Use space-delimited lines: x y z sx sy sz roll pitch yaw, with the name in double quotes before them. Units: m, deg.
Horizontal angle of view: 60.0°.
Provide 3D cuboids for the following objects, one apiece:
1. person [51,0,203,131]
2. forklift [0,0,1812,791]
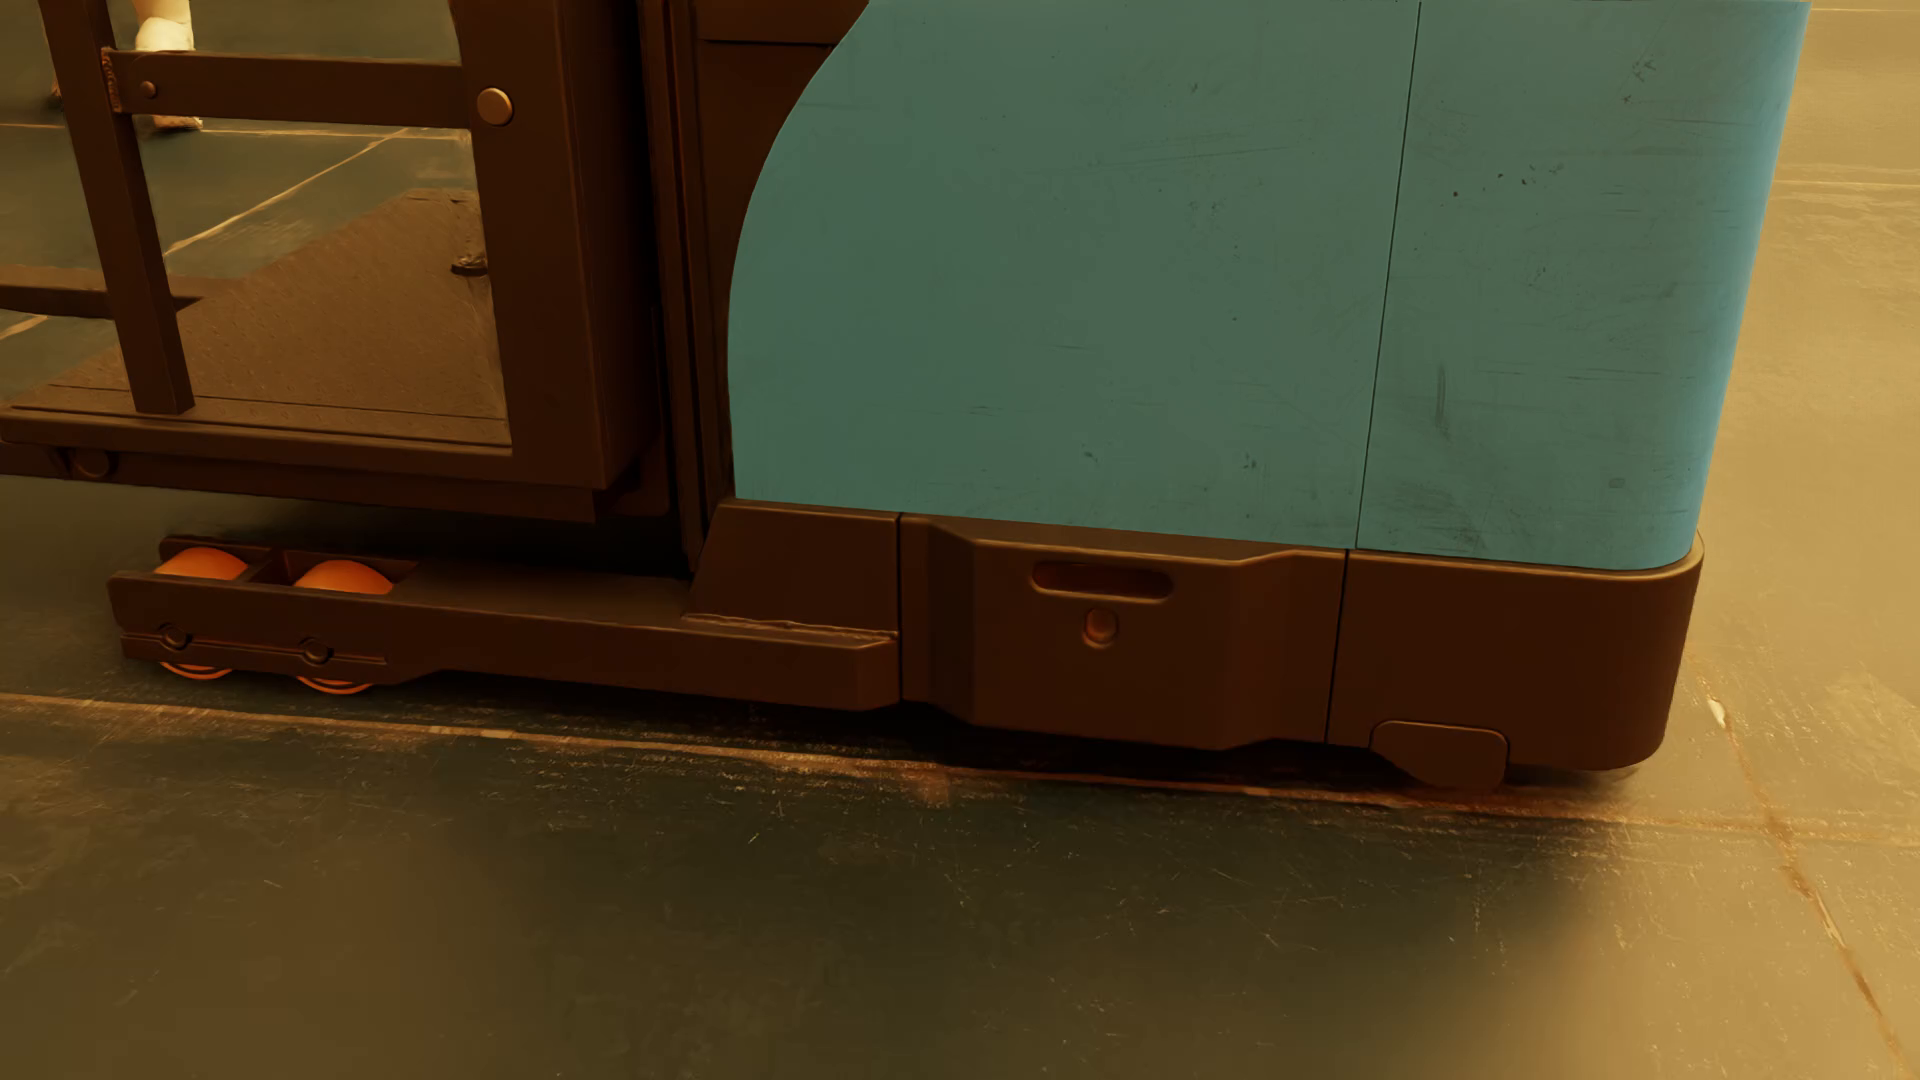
"person" -2.704 -1.854 4.706 0.933 1.387 0.919 22 34 37
"forklift" -0.606 -1.341 1.905 3.031 2.935 1.130 5 27 10
